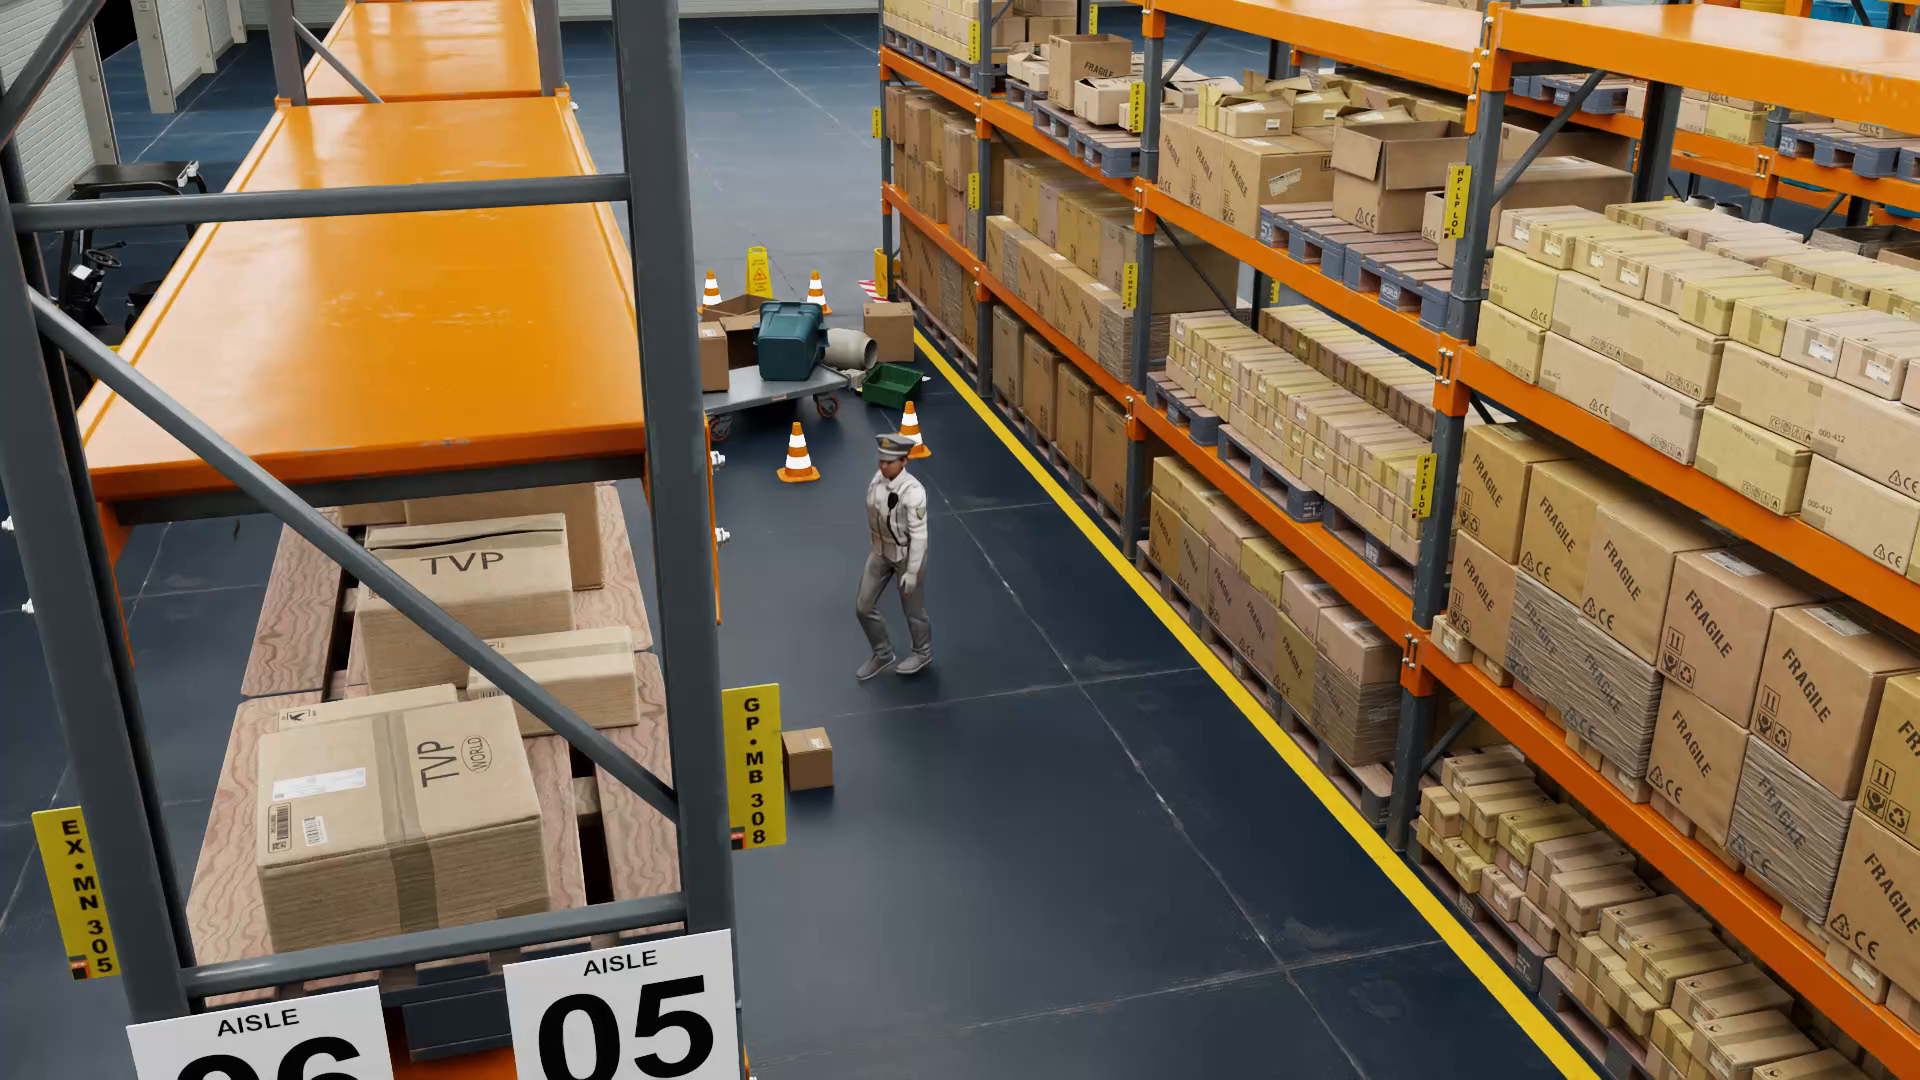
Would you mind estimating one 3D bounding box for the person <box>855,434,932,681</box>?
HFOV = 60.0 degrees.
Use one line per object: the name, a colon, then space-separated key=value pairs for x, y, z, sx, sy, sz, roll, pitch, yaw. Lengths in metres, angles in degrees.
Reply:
person: x=-0.363 y=0.113 z=10.336 sx=0.509 sy=1.690 sz=0.515 roll=21 pitch=31 yaw=40
